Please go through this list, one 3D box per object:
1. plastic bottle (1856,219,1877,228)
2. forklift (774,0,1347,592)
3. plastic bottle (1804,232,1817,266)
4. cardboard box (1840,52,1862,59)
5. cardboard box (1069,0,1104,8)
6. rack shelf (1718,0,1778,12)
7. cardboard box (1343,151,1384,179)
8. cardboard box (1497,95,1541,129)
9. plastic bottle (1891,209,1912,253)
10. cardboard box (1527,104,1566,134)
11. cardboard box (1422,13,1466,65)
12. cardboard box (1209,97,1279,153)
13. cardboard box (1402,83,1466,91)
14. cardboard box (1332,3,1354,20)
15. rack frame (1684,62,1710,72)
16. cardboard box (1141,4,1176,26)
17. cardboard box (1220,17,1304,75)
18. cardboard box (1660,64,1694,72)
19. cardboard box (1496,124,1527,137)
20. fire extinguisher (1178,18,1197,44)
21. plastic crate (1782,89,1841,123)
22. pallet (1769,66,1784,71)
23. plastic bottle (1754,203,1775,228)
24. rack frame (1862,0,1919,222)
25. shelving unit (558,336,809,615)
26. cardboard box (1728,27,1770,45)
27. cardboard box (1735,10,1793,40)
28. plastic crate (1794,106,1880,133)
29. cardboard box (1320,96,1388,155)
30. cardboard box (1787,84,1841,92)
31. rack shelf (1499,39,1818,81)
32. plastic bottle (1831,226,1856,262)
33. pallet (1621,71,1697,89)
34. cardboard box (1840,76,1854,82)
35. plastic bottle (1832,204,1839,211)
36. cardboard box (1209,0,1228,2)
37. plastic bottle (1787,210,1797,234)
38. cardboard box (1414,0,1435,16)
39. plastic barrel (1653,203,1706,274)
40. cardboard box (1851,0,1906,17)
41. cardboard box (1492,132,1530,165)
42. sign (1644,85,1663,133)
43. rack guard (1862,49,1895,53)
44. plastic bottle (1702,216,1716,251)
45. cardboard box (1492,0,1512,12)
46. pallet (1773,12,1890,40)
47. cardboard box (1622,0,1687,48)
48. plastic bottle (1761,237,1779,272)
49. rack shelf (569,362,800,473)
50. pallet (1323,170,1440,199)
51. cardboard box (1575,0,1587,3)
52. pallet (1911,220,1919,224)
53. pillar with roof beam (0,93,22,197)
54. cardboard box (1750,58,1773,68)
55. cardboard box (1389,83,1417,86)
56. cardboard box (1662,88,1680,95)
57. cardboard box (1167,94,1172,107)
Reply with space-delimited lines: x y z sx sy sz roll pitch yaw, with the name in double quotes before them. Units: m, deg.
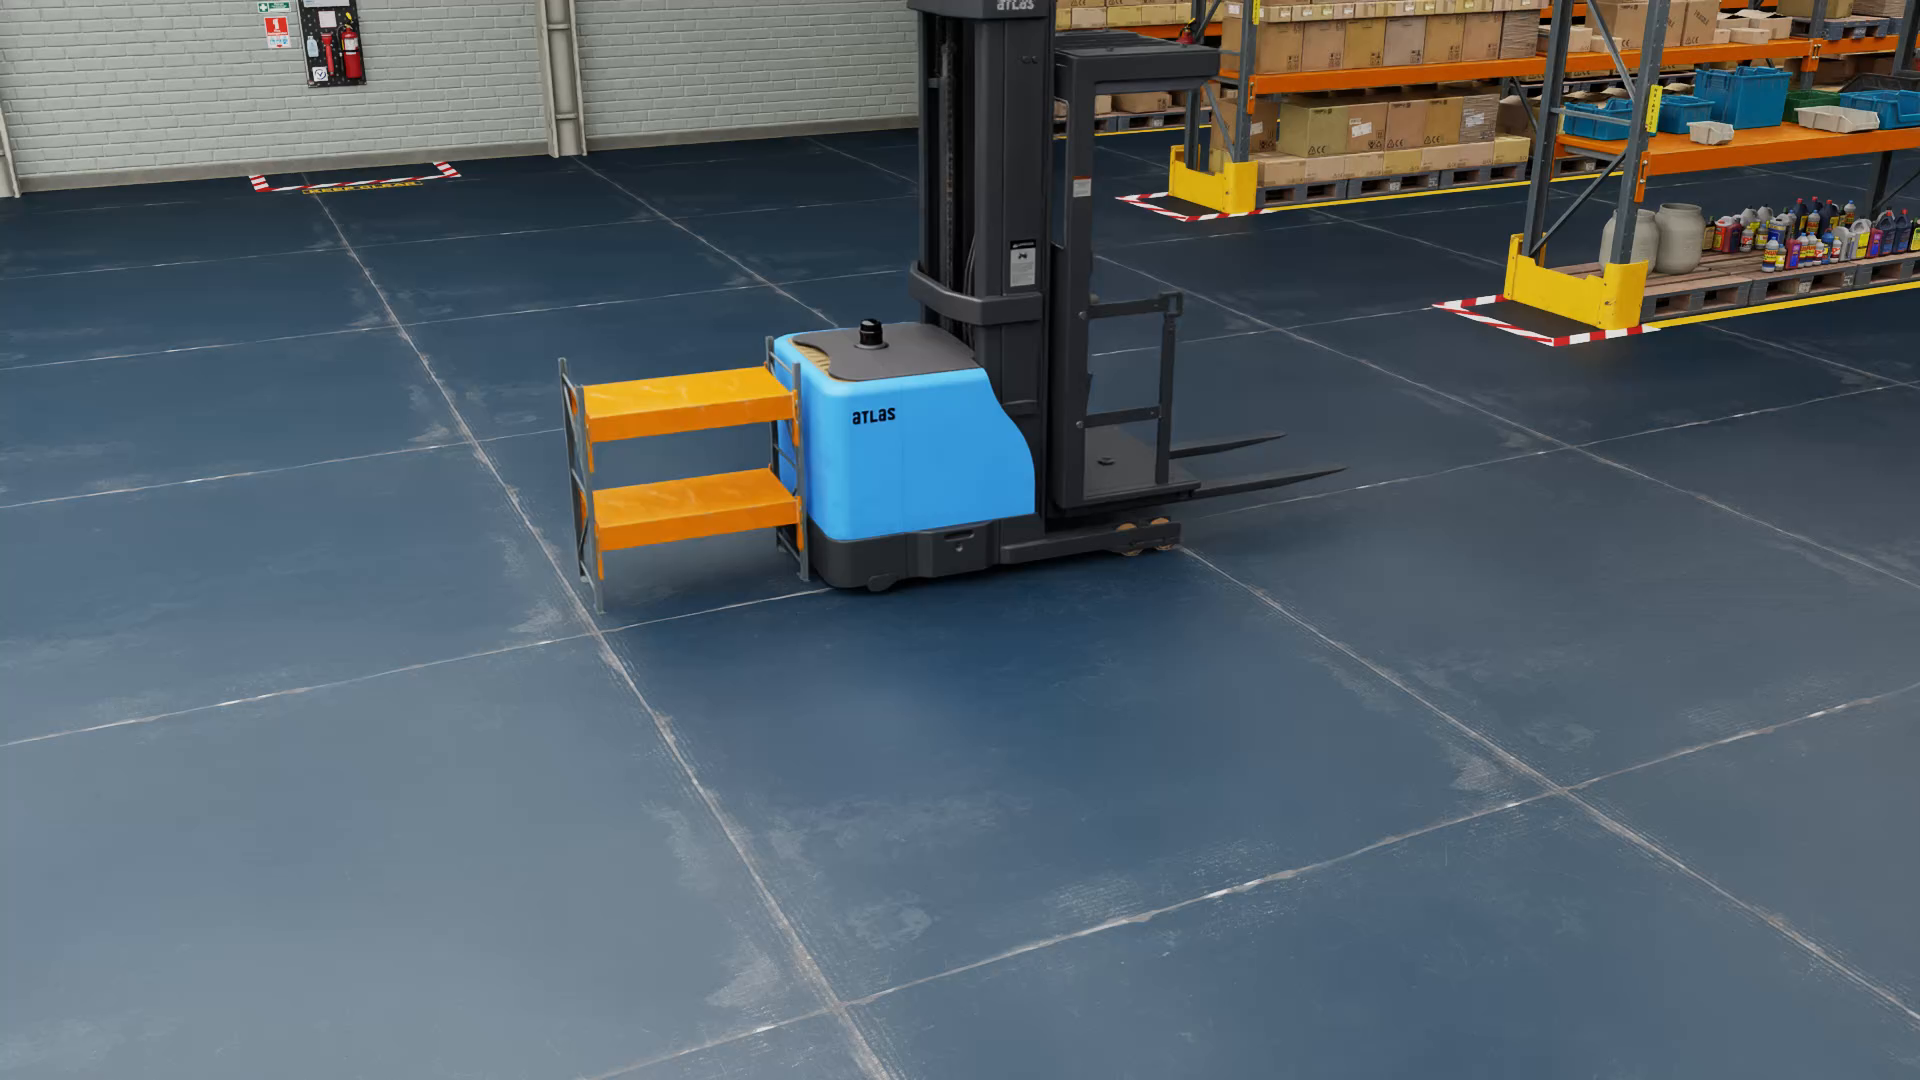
"plastic bottle" 7.644 -2.583 14.055 0.135 0.276 0.152 -10 25 -24
"forklift" 0.600 -1.447 8.413 3.031 2.935 1.130 -9 24 -20
"plastic bottle" 6.923 -2.375 13.559 0.097 0.271 0.097 0 22 0
"cardboard box" 14.288 -8.123 27.170 0.500 0.500 0.700 -10 25 -24
"cardboard box" 1.469 -6.921 20.737 0.500 0.500 0.500 -10 25 -23
"rack shelf" 13.073 -8.570 26.472 4.000 0.370 1.077 -10 25 -24
"cardboard box" 4.090 -3.977 17.481 0.500 0.250 0.500 -10 25 -24
"cardboard box" 6.455 -4.886 18.944 0.500 0.311 0.500 -10 25 -24
"plastic bottle" 7.904 -2.603 14.004 0.185 0.351 0.144 -11 25 -25
"cardboard box" 6.695 -4.703 18.501 0.500 0.311 0.500 -10 25 -23
"cardboard box" 4.891 -5.336 17.588 0.500 0.500 0.700 -10 25 -23
"cardboard box" 2.964 -4.335 17.367 0.500 0.500 0.500 -10 25 -24
"cardboard box" 5.214 -4.753 18.375 0.500 0.500 0.500 -10 25 -24
"cardboard box" 3.748 -5.337 16.743 0.250 0.149 0.380 -11 25 -24
"rack frame" 11.271 -8.571 25.533 0.127 3.000 1.000 -10 25 -24
"cardboard box" 2.416 -6.748 21.300 0.500 0.250 0.500 -10 25 -23
"cardboard box" 3.036 -4.993 16.759 0.500 0.500 0.700 -10 25 -24
"cardboard box" 10.742 -7.619 25.495 0.750 0.750 0.750 -10 25 -23
"cardboard box" 6.462 -4.629 19.058 0.500 0.250 0.500 -11 25 -24
"fire extinguisher" 2.302 -4.978 16.956 0.183 0.674 0.296 -10 25 -24
"plastic crate" 7.014 -3.604 13.811 0.662 0.188 0.450 -10 25 -24
"pallet" 13.091 -7.585 26.799 1.213 0.211 1.003 -10 25 -24
"plastic bottle" 6.899 -2.716 14.278 0.185 0.351 0.144 -11 25 -24
"rack frame" 8.359 -3.829 14.079 0.127 3.000 1.000 -10 25 -24
"shelving unit" -1.328 -0.328 8.072 1.048 1.125 0.538 -9 24 -20
"cardboard box" 9.128 -5.840 19.265 0.250 0.149 0.380 -10 25 -24
"cardboard box" 9.472 -6.114 19.715 0.500 0.311 0.500 -9 24 -20
"plastic crate" 7.006 -3.351 13.268 0.437 0.136 0.530 -10 25 -24
"cardboard box" 4.085 -4.327 17.347 0.500 0.500 0.500 -10 25 -24
"cardboard box" 10.353 -5.226 20.146 0.500 0.500 0.500 -9 24 -21
"rack shelf" 8.017 -5.537 19.144 4.000 0.370 1.077 -10 25 -24
"plastic bottle" 7.292 -2.457 13.750 0.135 0.276 0.152 -10 24 -23
"pallet" 10.609 -7.128 25.695 1.213 0.211 1.003 -10 25 -24
"cardboard box" 11.026 -5.571 20.979 0.500 0.500 0.500 -11 25 -26
"plastic bottle" 7.603 -2.809 14.601 0.135 0.276 0.152 -9 24 -22
"cardboard box" 3.324 -7.260 21.557 0.500 0.500 0.500 -11 25 -24
"plastic bottle" 7.166 -2.713 14.373 0.097 0.271 0.097 0 22 0
"cardboard box" 4.680 -5.509 17.158 0.250 0.149 0.380 -10 24 -22
"plastic barrel" 5.767 -2.429 13.400 0.421 0.512 0.421 0 22 0
"cardboard box" 11.244 -6.670 20.262 0.500 0.500 0.700 -6 23 -14
"cardboard box" 5.891 -4.309 18.283 0.500 0.250 0.500 -10 25 -24
"sign" 4.990 -3.104 11.964 0.005 0.325 0.100 -10 25 -24
"rack guard" 14.897 -8.083 27.624 0.348 0.500 1.175 -10 25 -24
"plastic bottle" 6.317 -2.596 14.075 0.133 0.283 0.061 -10 24 -22
"cardboard box" 5.604 -5.679 17.570 0.250 0.149 0.380 -11 25 -25
"pallet" 10.399 -6.249 20.174 1.003 0.211 1.213 -10 25 -24
"cardboard box" 7.840 -5.876 18.892 0.500 0.500 0.500 -10 25 -24
"plastic bottle" 6.524 -2.302 13.381 0.097 0.271 0.097 0 22 0
"rack shelf" -1.328 -0.598 7.960 1.000 0.278 0.538 -9 24 -20
"pallet" 4.379 -3.927 17.962 1.213 0.211 1.003 -10 25 -24
"cardboard box" 8.974 -7.959 24.358 0.250 0.149 0.380 -10 24 -22
"pallet" 9.050 -2.685 14.960 1.213 0.211 1.003 -10 25 -24
"pillar with roof beam" -8.232 -6.292 12.185 0.400 9.000 9.100 -10 25 -24
"cardboard box" 12.444 -7.781 26.344 0.500 0.500 0.700 -11 25 -24
"cardboard box" 6.091 -6.681 23.660 0.500 0.500 0.700 -11 25 -24
"cardboard box" 8.289 -5.224 19.761 0.500 0.311 0.500 -11 25 -25
"cardboard box" 2.613 -5.871 22.164 0.250 0.149 0.380 -13 26 -28
